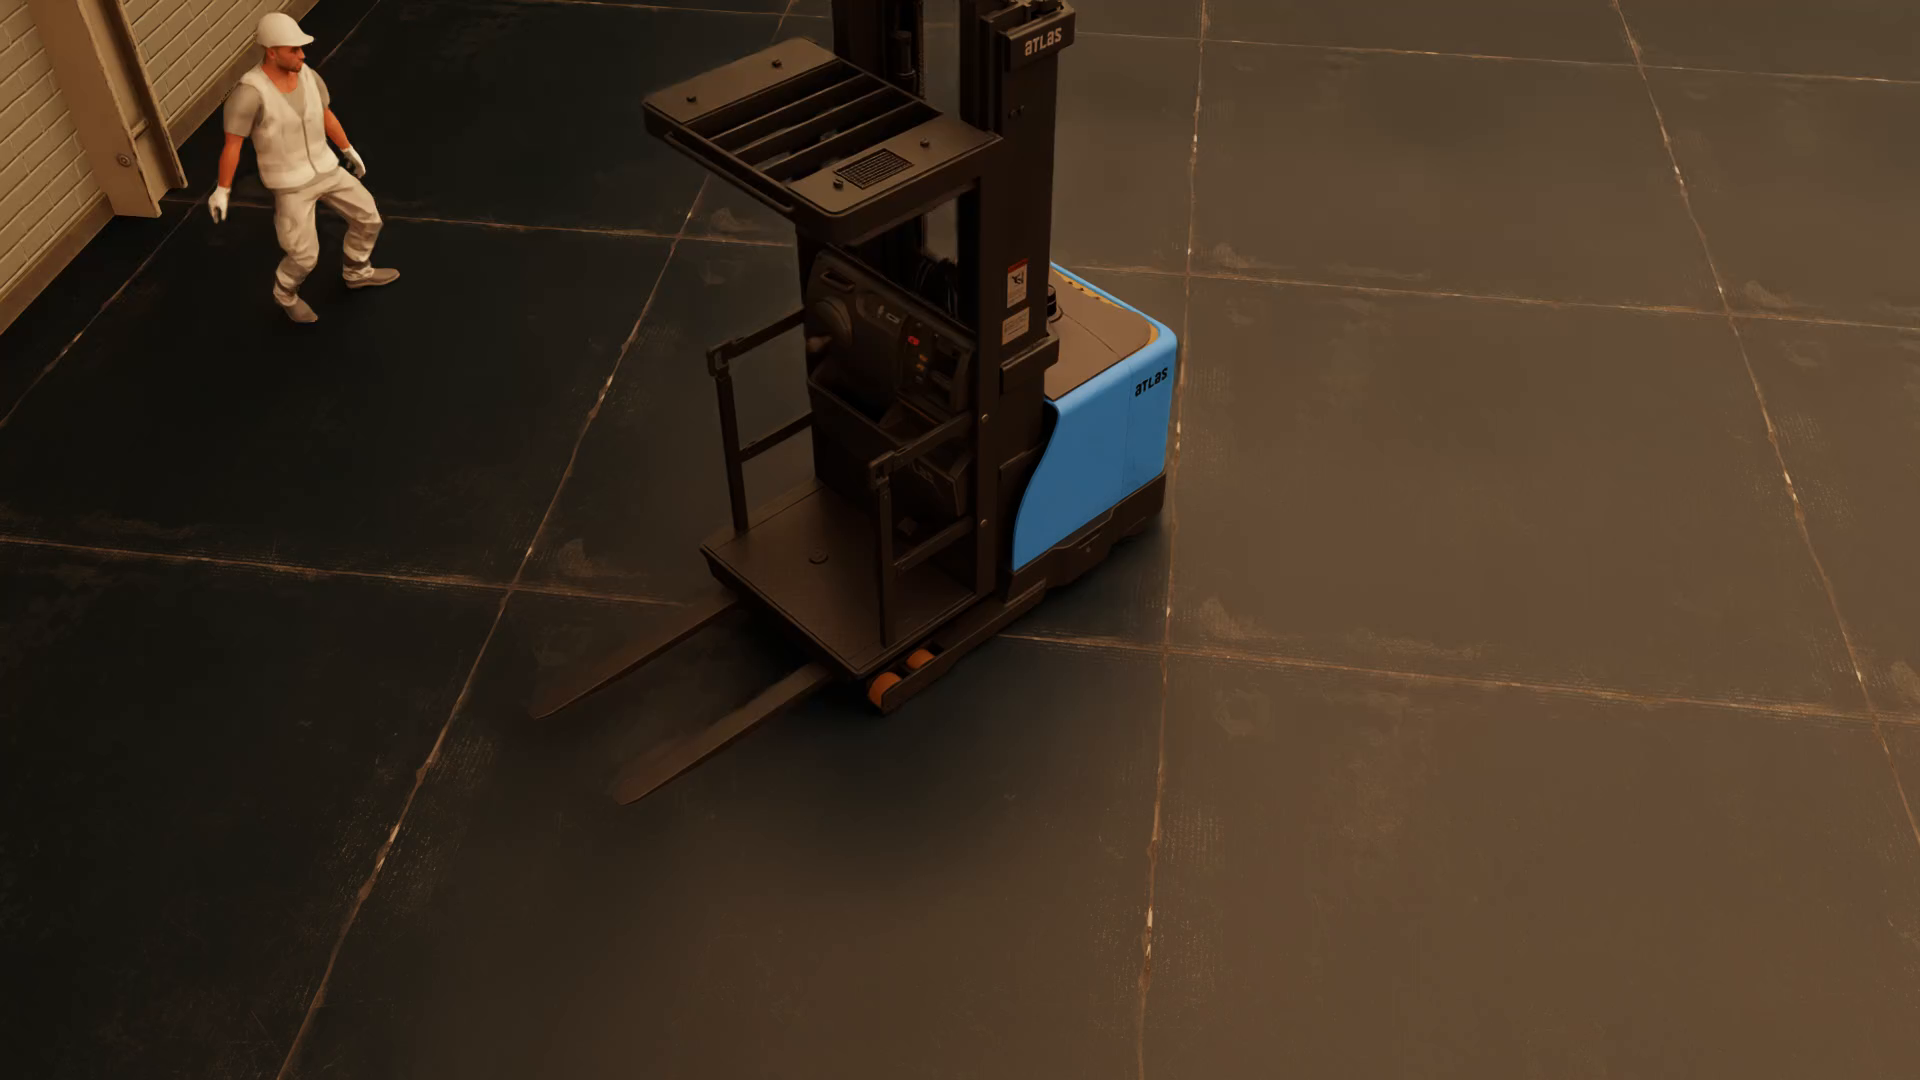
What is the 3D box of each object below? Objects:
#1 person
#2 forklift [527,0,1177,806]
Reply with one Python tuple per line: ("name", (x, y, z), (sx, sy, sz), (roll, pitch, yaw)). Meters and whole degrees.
("person", (-3.531, -1.916, 8.731), (0.503, 1.721, 0.892), (26, 48, 25))
("forklift", (-0.445, -0.752, 6.543), (3.031, 2.935, 1.130), (-33, 52, -30))
